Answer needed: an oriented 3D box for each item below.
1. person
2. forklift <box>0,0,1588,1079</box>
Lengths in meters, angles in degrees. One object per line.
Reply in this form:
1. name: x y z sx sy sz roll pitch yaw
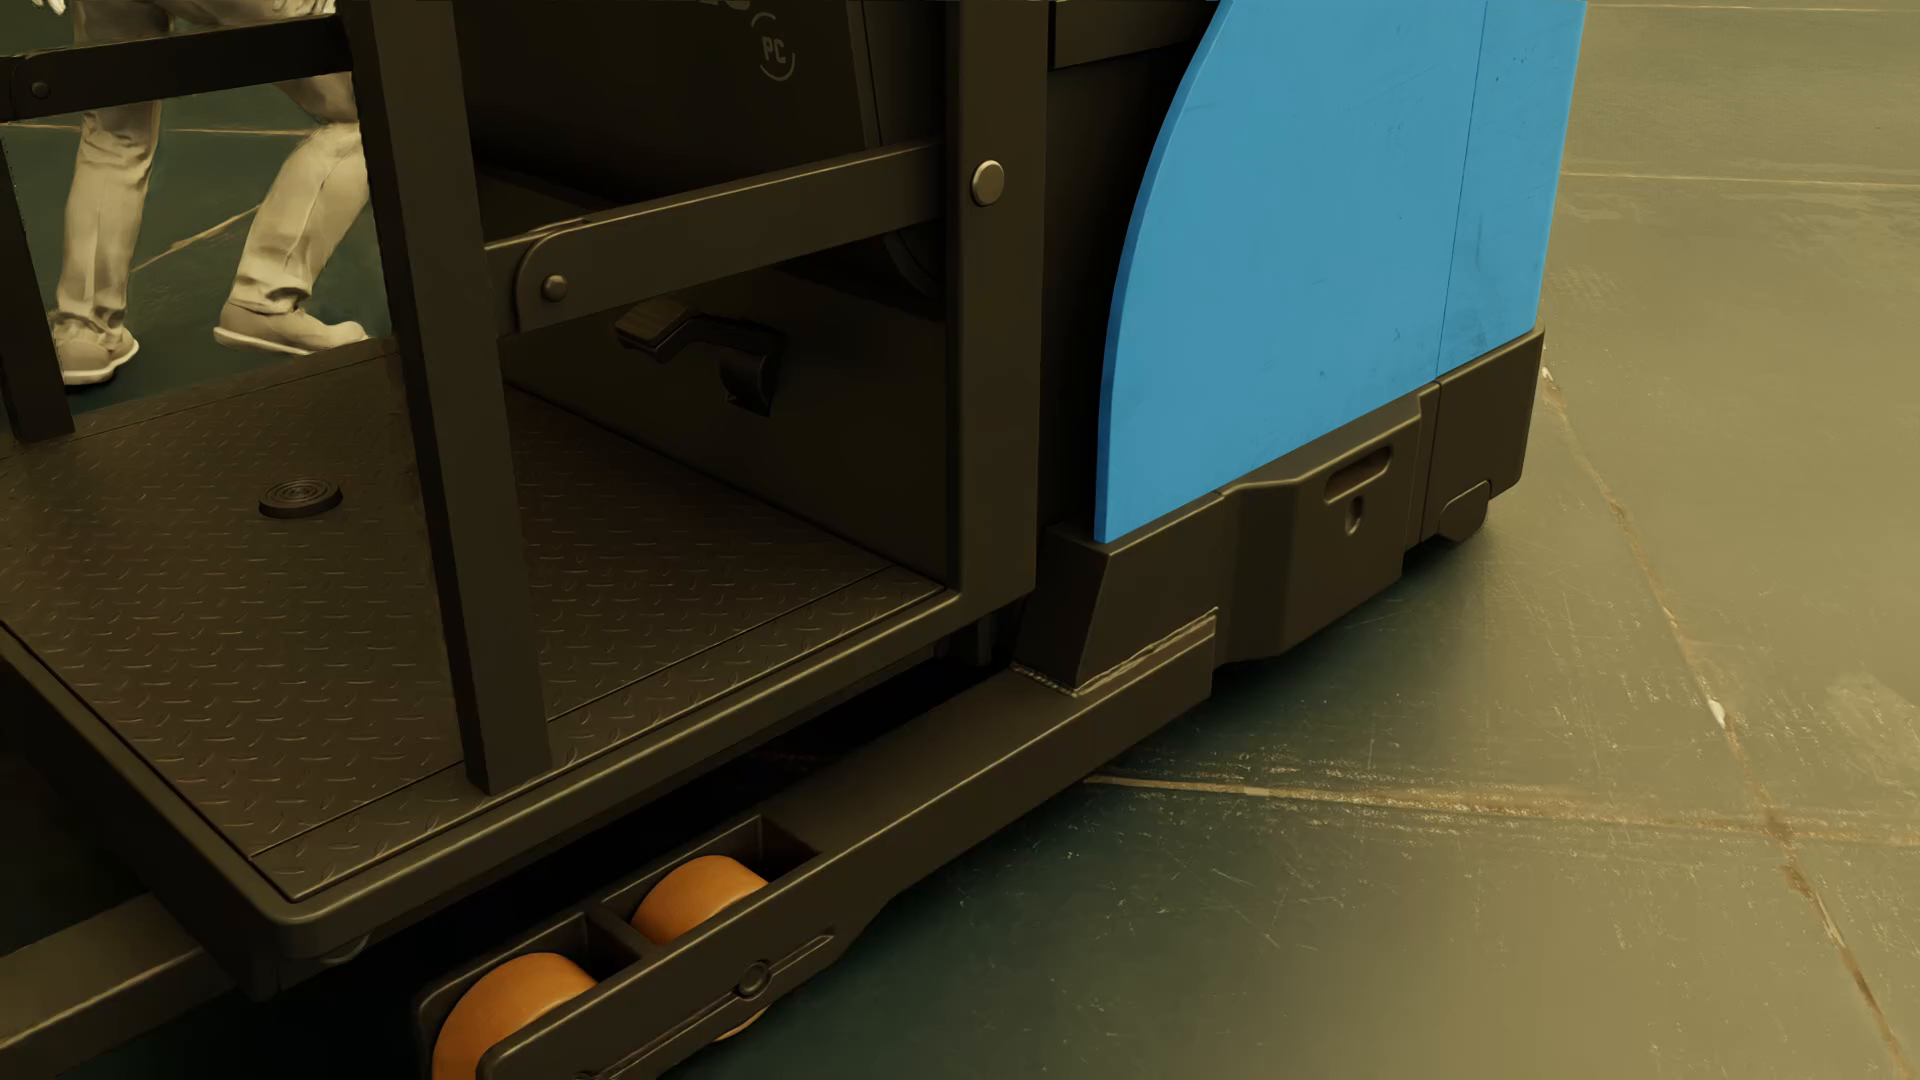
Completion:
1. person: -1.348 -1.026 2.815 0.828 1.581 0.458 11 29 21
2. forklift: -0.527 -1.041 1.304 1.130 2.935 3.031 23 35 39
